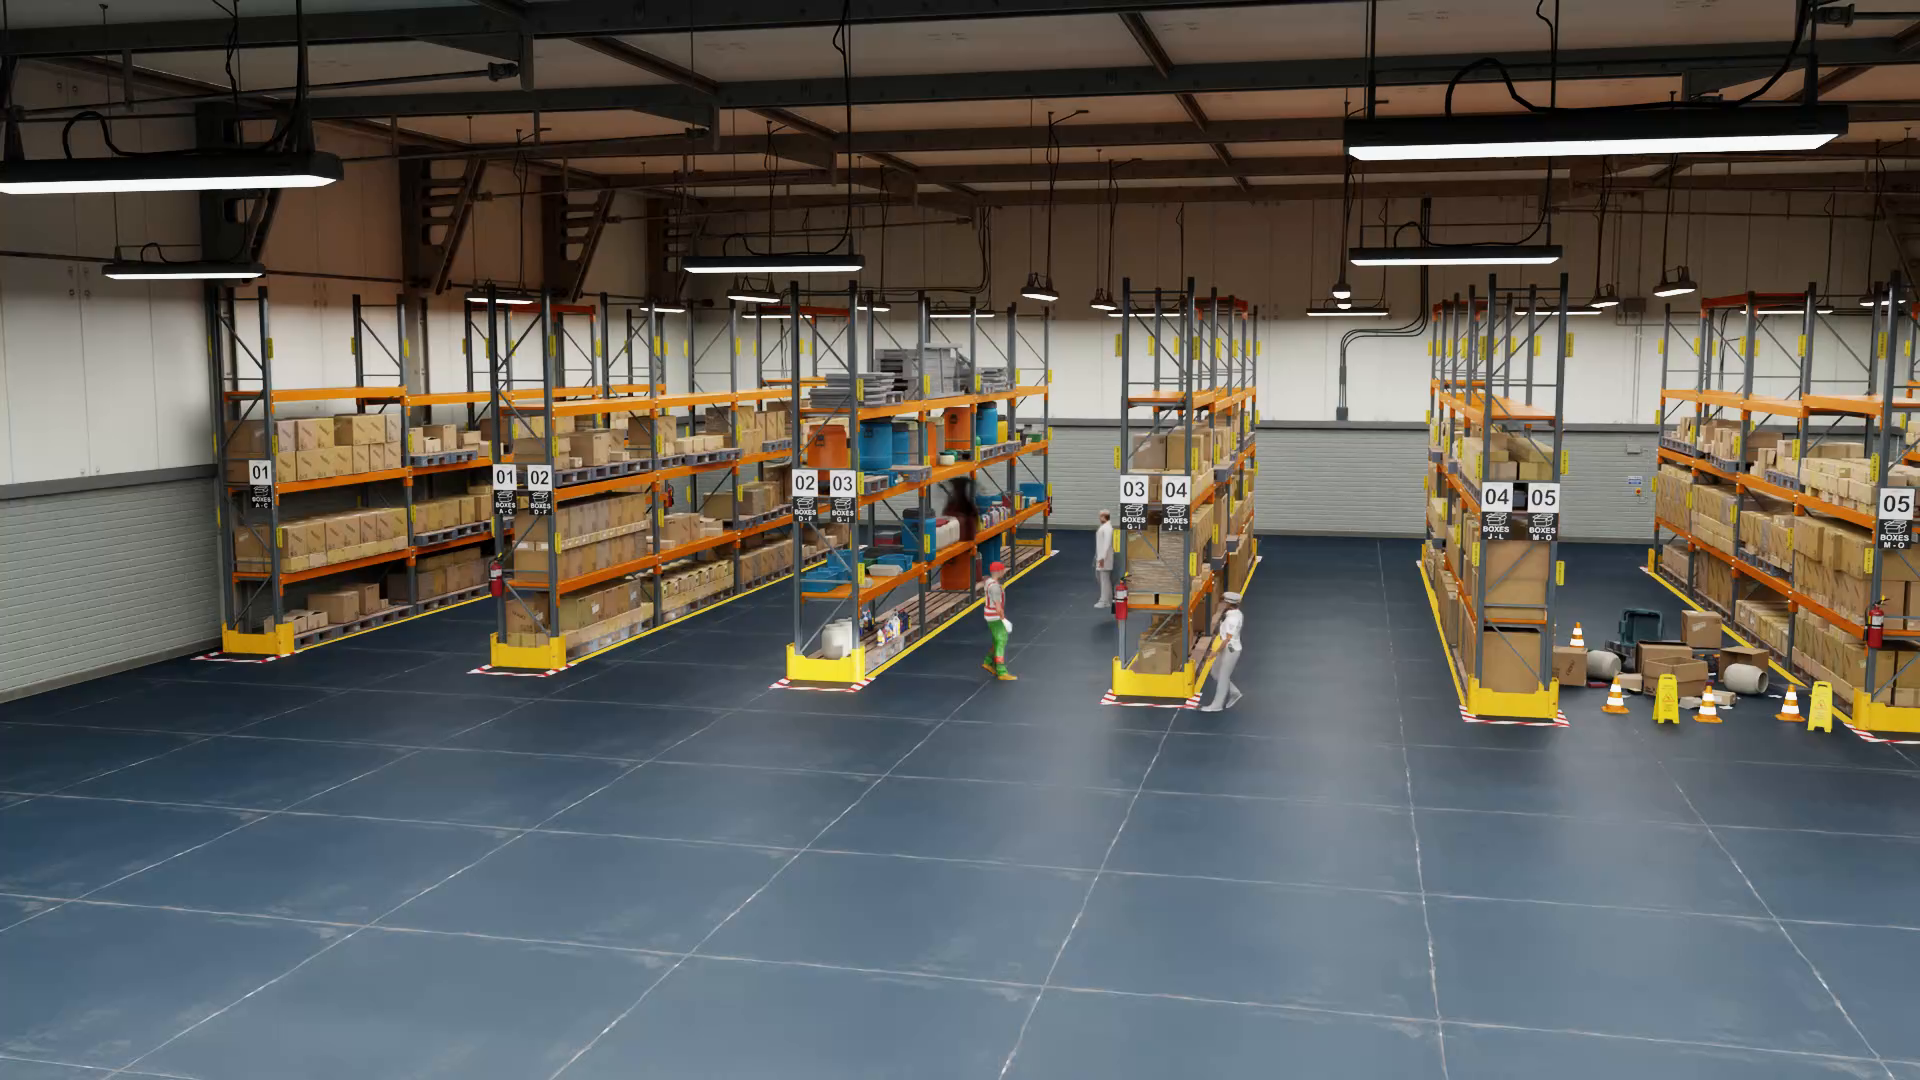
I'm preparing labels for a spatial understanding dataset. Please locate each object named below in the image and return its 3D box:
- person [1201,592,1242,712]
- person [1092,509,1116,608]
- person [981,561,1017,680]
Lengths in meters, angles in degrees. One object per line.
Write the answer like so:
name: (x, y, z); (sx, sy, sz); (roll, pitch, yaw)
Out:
person: (3.635, 1.541, 22.955); (0.595, 1.658, 0.503); (0, 7, -3)
person: (2.655, 0.352, 30.445); (0.496, 1.840, 0.648); (-1, 7, -8)
person: (0.591, 1.210, 25.273); (0.529, 1.787, 0.709); (0, 7, -4)
